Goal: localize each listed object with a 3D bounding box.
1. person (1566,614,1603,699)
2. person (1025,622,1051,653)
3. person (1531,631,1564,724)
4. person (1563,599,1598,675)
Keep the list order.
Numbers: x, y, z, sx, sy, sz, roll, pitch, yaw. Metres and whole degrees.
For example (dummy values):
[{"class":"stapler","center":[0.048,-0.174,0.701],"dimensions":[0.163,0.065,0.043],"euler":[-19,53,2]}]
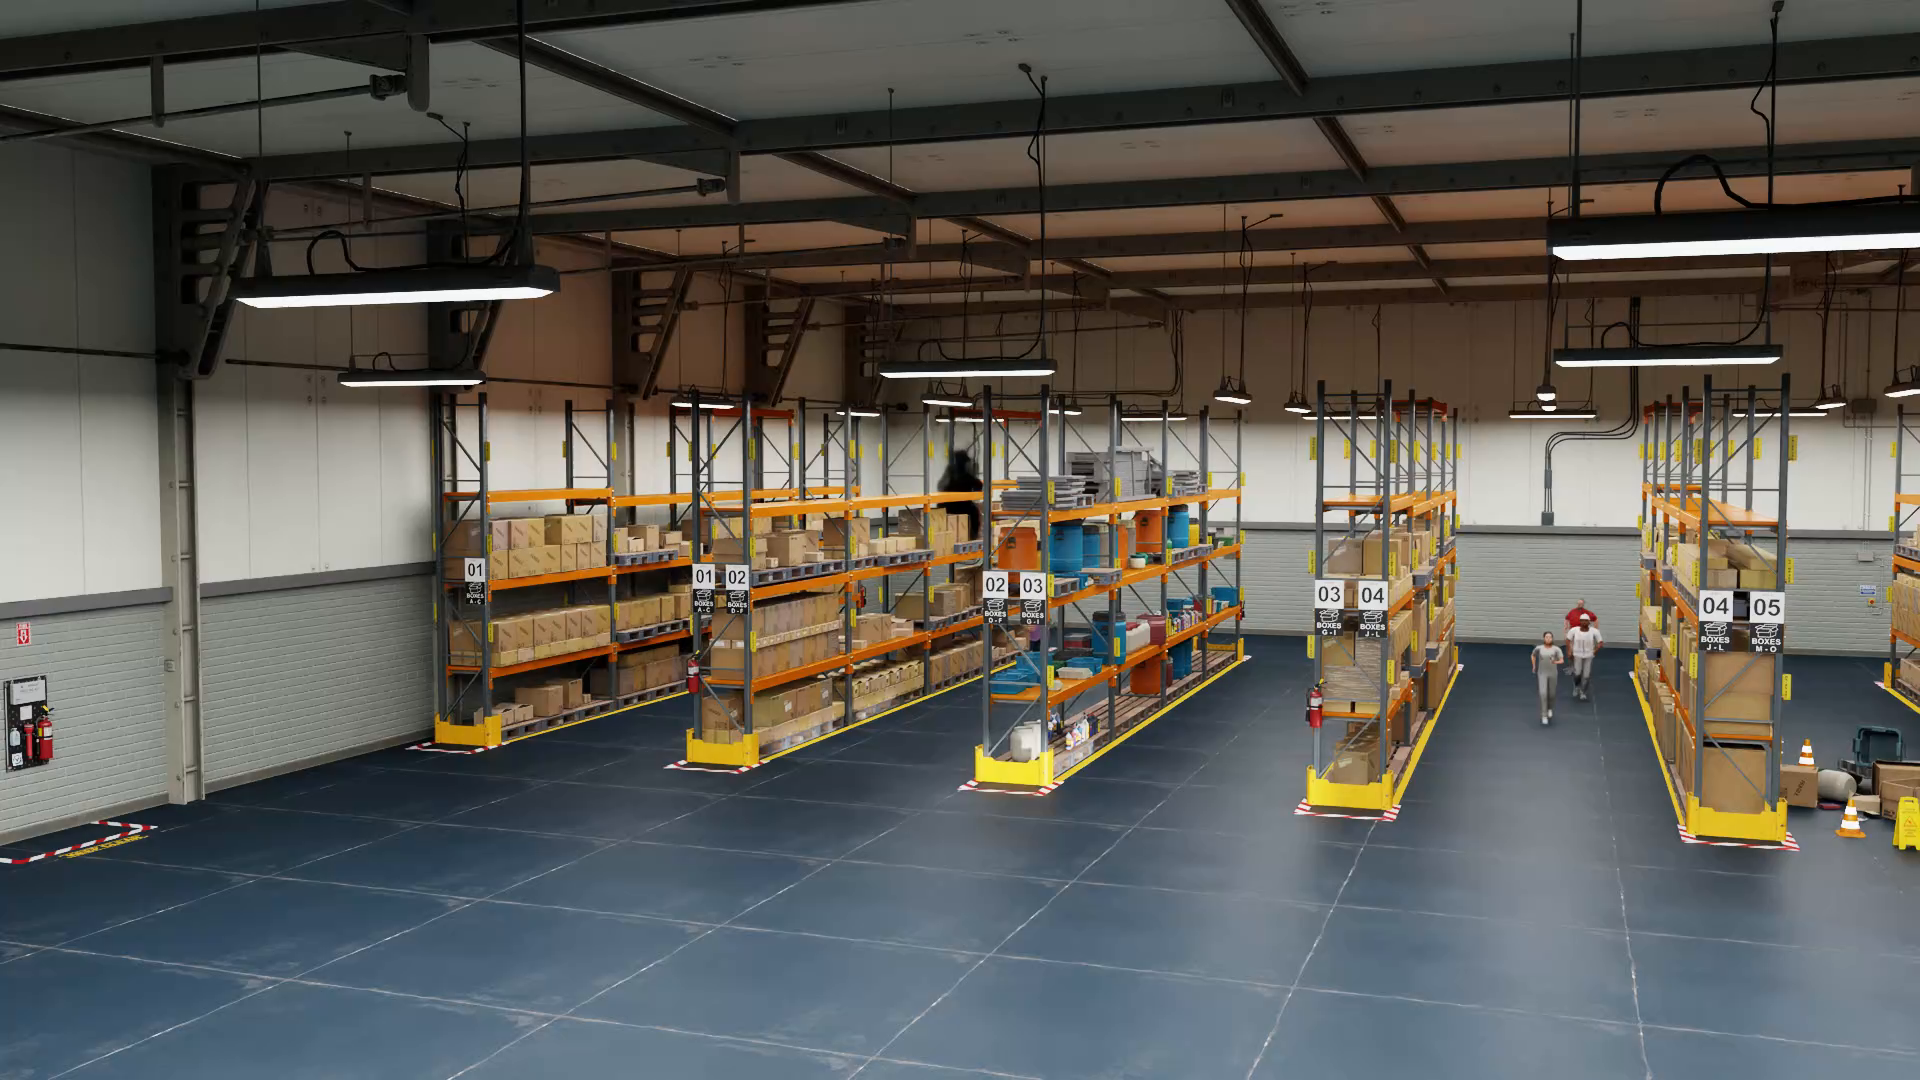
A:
[{"class":"person","center":[12.567,2.349,33.470],"dimensions":[0.706,1.729,0.574],"euler":[1,3,19]},{"class":"person","center":[1.595,2.070,34.184],"dimensions":[0.541,1.581,0.794],"euler":[0,3,5]},{"class":"person","center":[10.833,2.507,30.664],"dimensions":[0.563,1.658,0.966],"euler":[1,3,16]},{"class":"person","center":[13.877,2.190,37.347],"dimensions":[0.681,1.757,0.740],"euler":[-2,4,-35]}]
